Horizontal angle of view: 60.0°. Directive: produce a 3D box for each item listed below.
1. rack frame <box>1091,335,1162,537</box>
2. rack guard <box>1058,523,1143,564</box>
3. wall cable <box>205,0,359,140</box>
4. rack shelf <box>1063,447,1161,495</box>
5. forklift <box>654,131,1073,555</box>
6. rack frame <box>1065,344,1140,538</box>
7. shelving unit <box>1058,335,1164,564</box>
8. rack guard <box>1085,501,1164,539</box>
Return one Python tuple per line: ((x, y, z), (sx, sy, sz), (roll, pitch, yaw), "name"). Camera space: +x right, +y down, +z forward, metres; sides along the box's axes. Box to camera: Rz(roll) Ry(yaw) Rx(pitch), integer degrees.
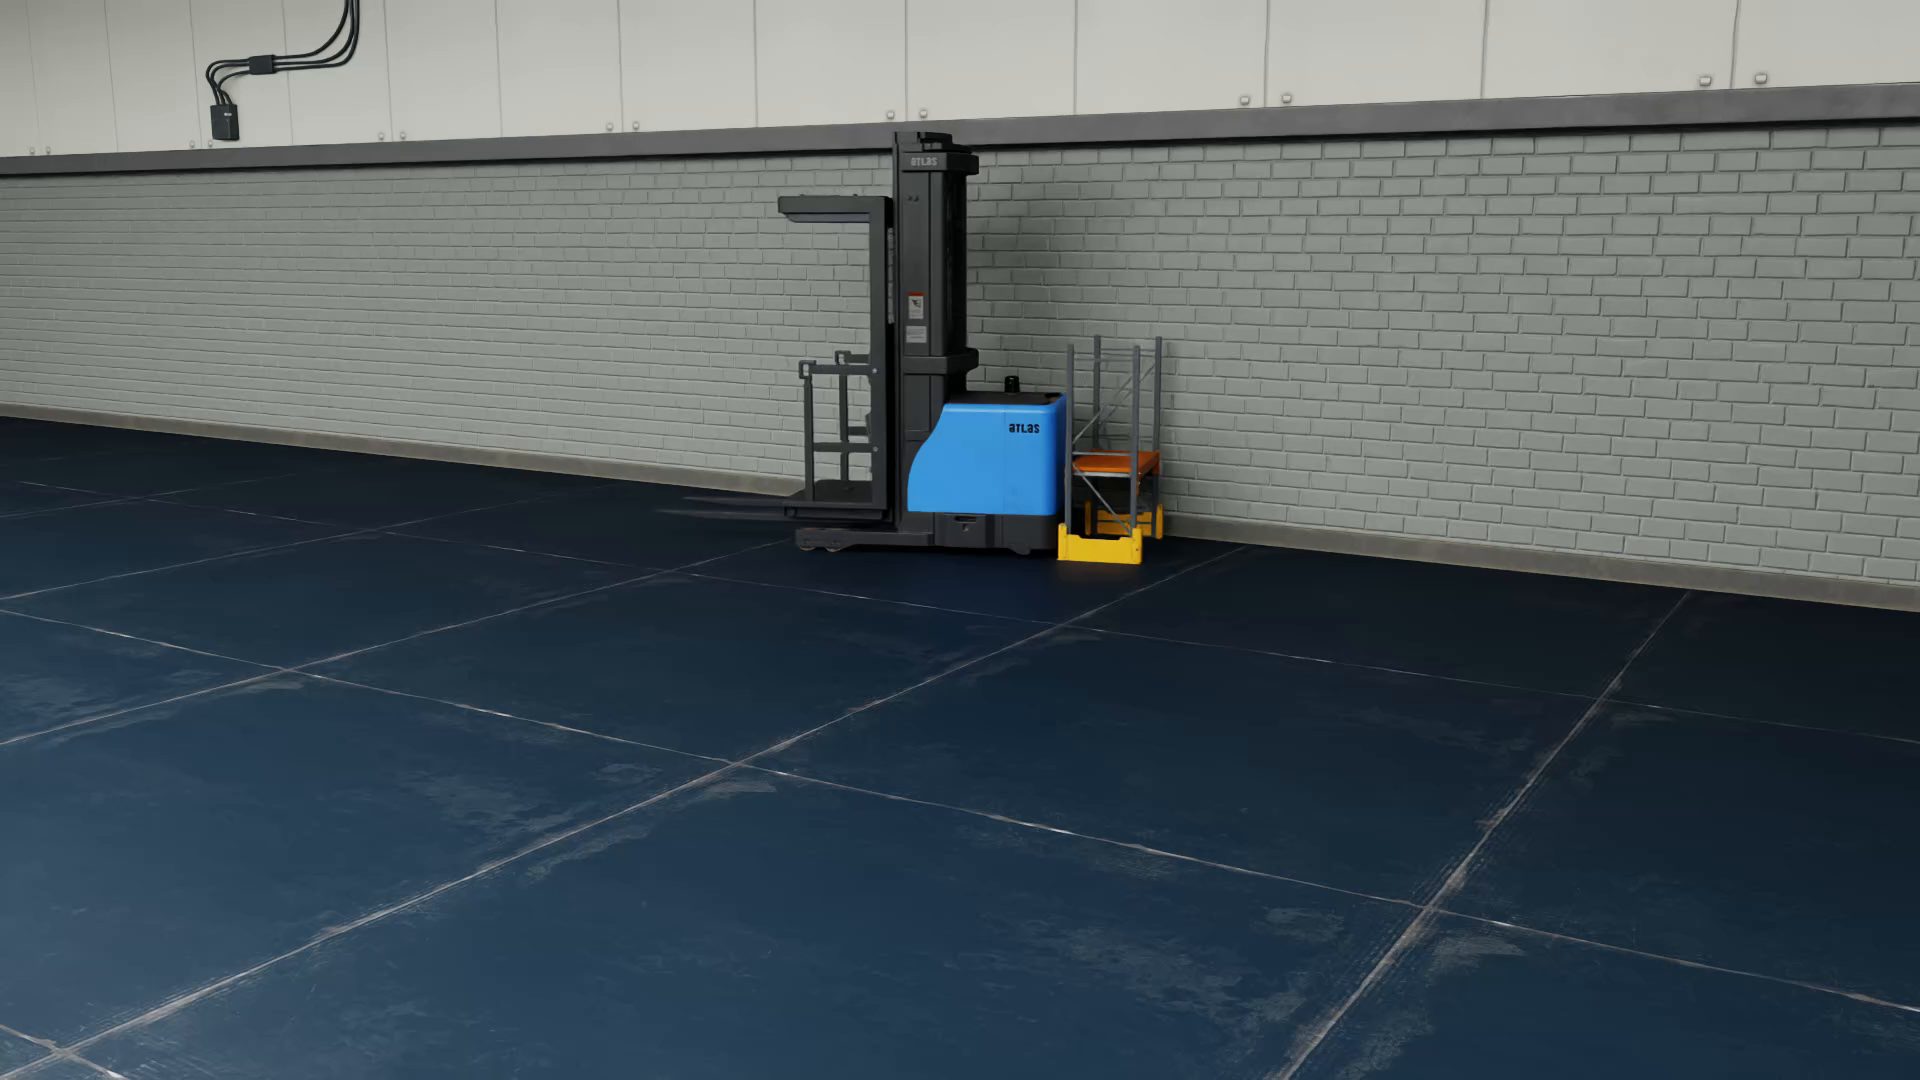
((1.239, -0.771, 12.409), (0.500, 1.500, 0.032), (3, 11, 15), "rack frame")
((0.976, 0.024, 11.560), (0.587, 0.250, 0.087), (3, 11, 15), "rack guard")
((-6.867, -7.063, 16.398), (2.305, 6.003, 0.169), (6, 12, 31), "wall cable")
((1.107, -0.503, 11.959), (0.538, 0.185, 1.000), (3, 11, 15), "rack shelf")
((-0.722, -1.446, 12.127), (3.031, 2.935, 1.130), (2, 11, 10), "forklift")
((0.975, -0.590, 11.444), (0.500, 1.500, 0.032), (3, 11, 15), "rack frame")
((1.105, -0.679, 11.918), (0.587, 1.500, 1.083), (3, 11, 15), "shelving unit")
((1.234, -0.153, 12.506), (0.587, 0.250, 0.087), (3, 11, 15), "rack guard")
